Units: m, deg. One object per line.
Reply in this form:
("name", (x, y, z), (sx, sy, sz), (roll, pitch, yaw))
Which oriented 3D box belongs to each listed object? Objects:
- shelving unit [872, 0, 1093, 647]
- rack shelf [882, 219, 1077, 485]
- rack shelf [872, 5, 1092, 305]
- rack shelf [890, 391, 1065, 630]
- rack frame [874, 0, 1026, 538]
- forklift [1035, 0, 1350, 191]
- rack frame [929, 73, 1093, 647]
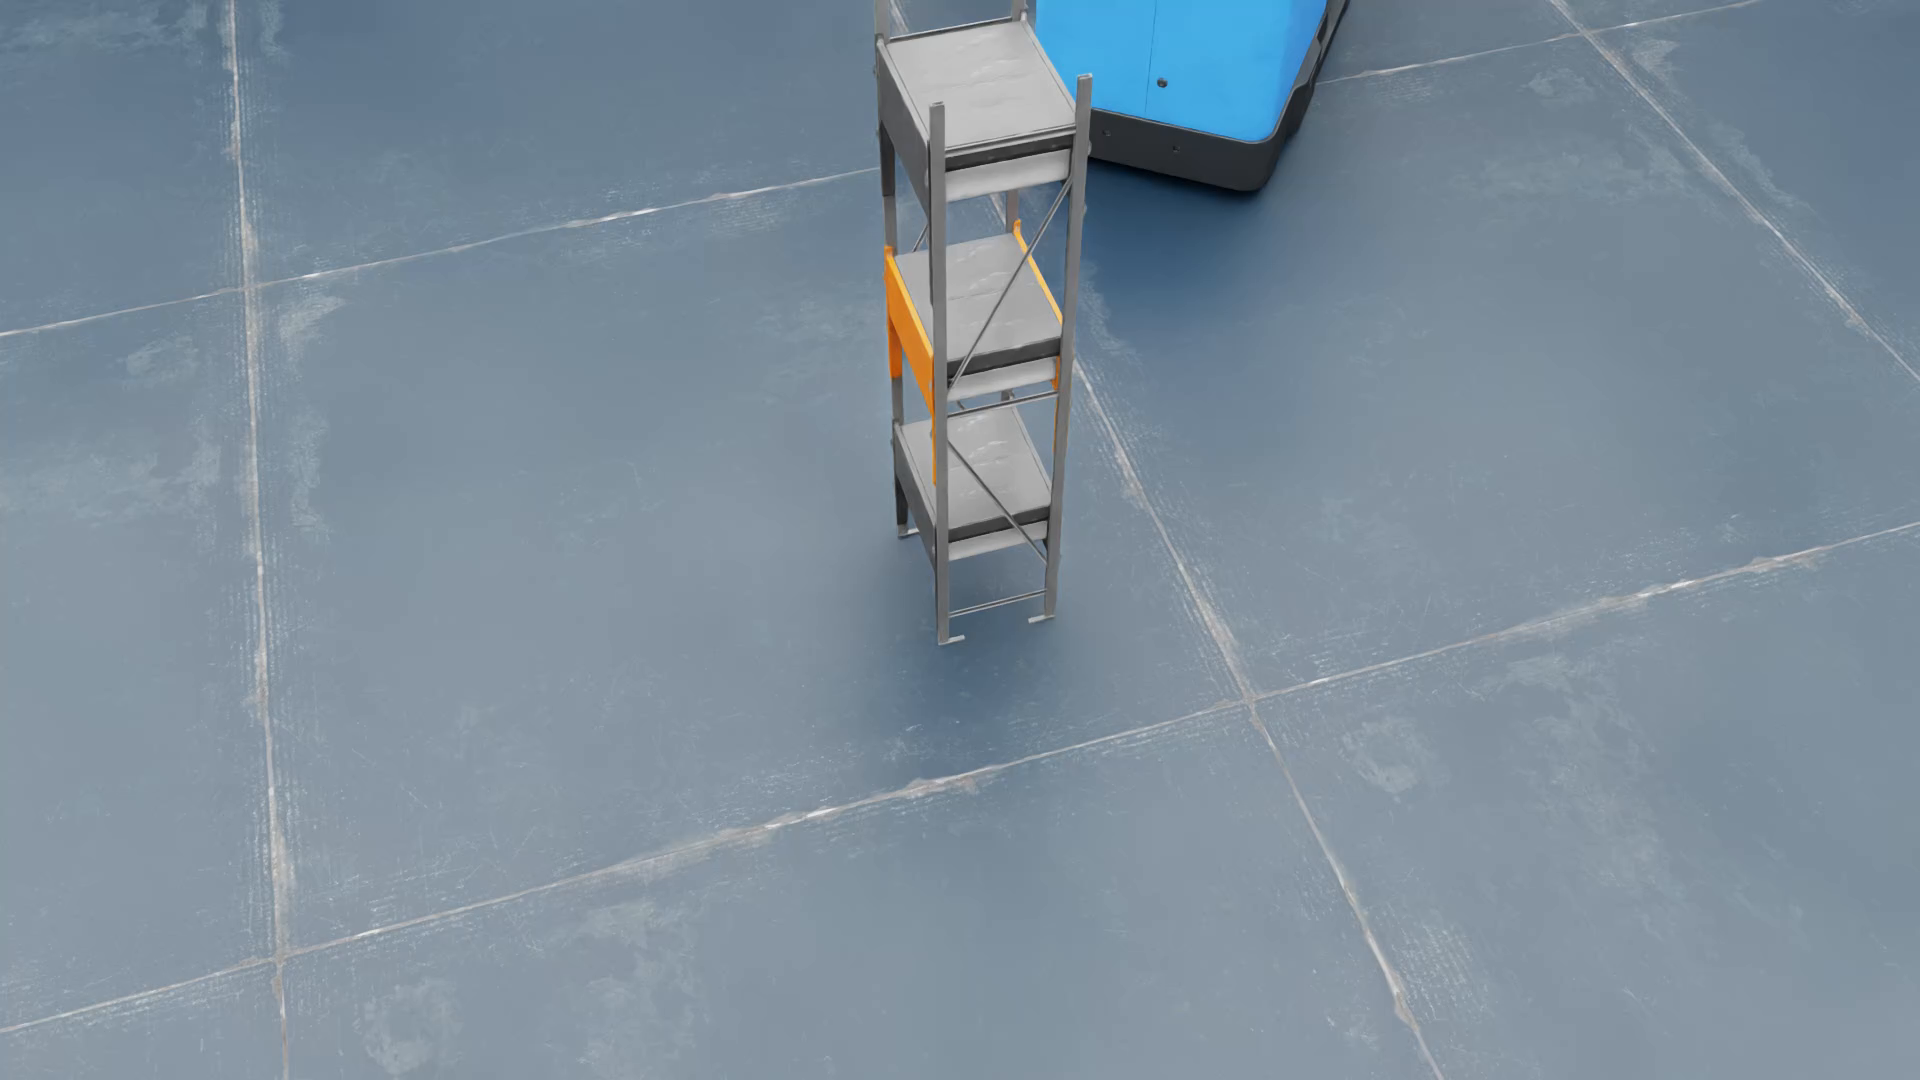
("shelving unit", (0.049, -0.556, 4.845), (0.431, 2.100, 0.503), (-13, 51, -11))
("rack shelf", (0.049, -0.547, 4.856), (0.431, 0.518, 0.480), (-13, 51, -11))
("rack shelf", (0.049, -0.998, 4.321), (0.431, 0.518, 0.480), (-13, 51, -11))
("rack shelf", (0.049, -0.096, 5.391), (0.431, 0.518, 0.480), (-13, 51, -11))
("rack frame", (-0.023, -0.734, 4.996), (0.400, 2.100, 0.015), (-13, 51, -11))
("forklift", (1.288, -3.540, 6.817), (1.130, 2.935, 3.031), (16, 52, 13))
("rack frame", (0.121, -0.378, 4.695), (0.400, 2.100, 0.015), (-13, 51, -11))
